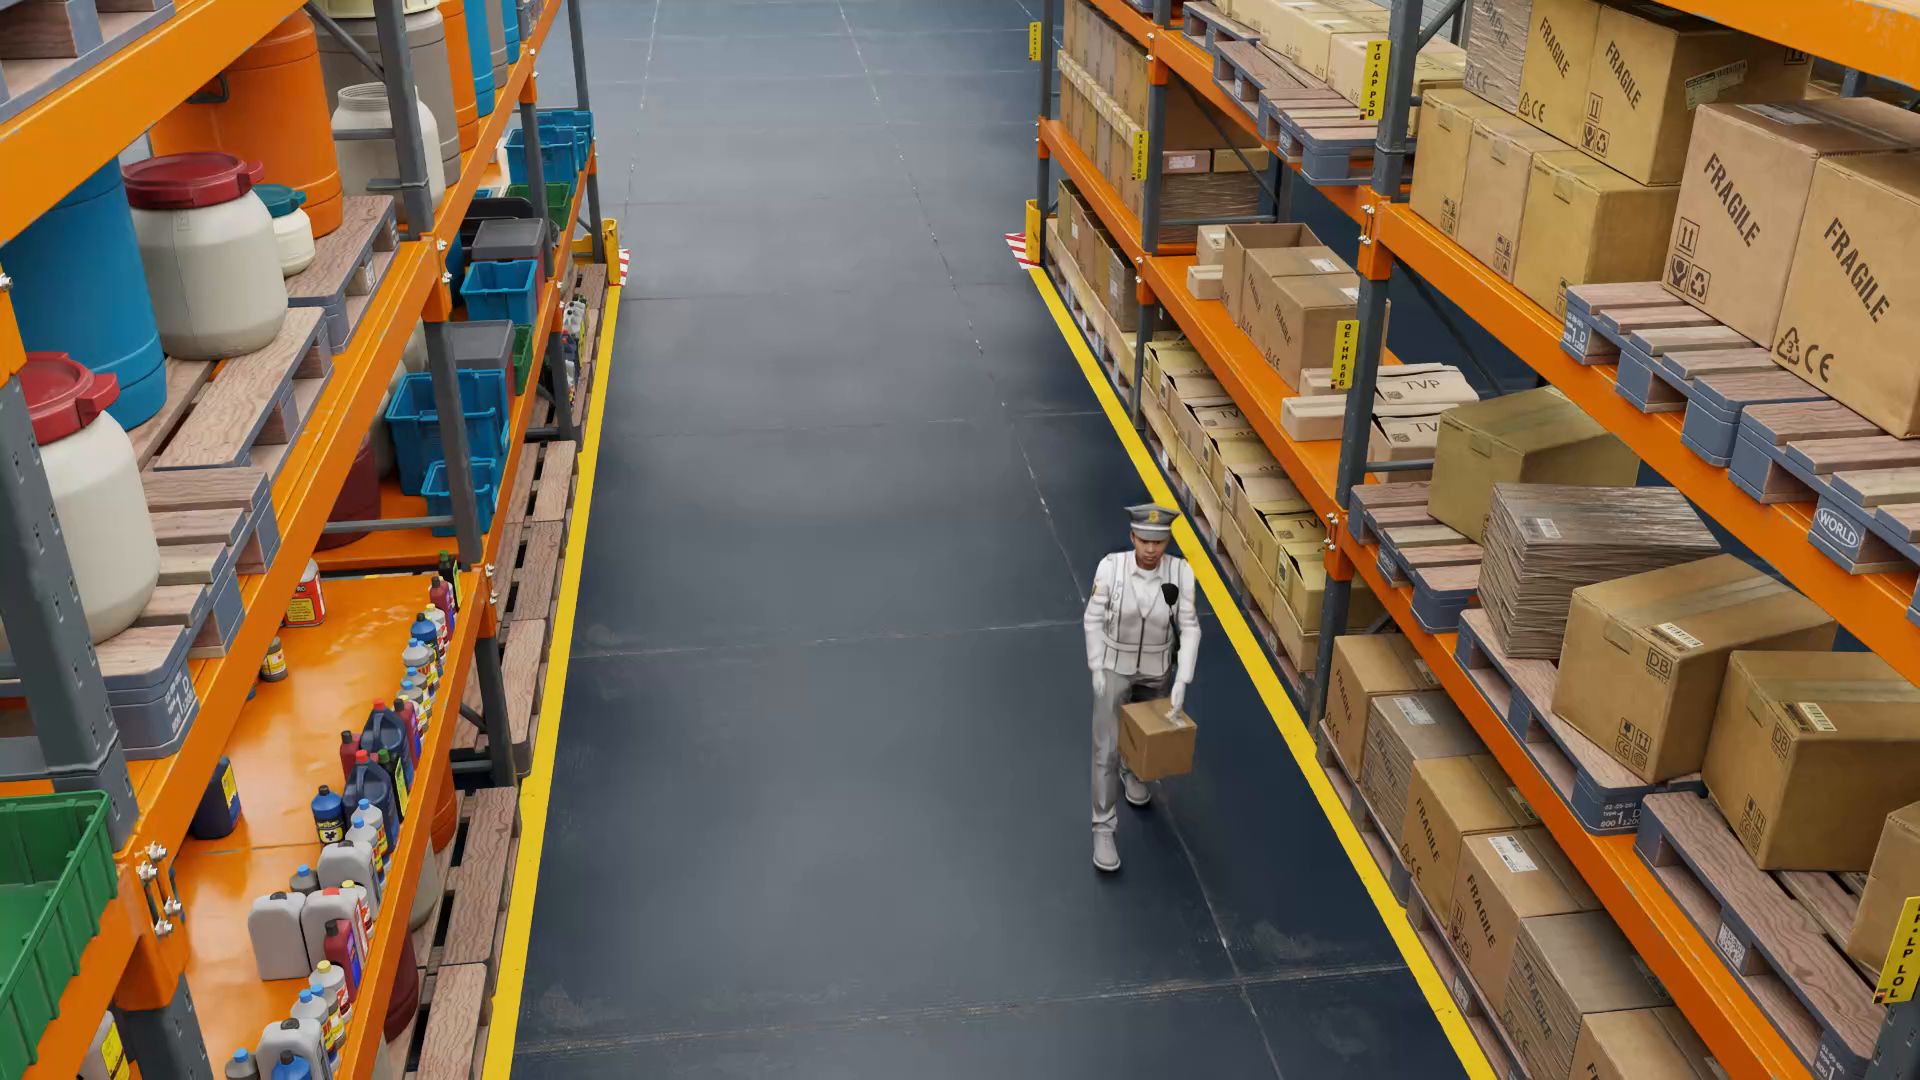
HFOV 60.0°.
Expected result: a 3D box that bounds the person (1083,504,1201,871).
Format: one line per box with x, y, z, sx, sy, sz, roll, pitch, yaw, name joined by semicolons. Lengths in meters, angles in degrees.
0.812;0.599;7.422;0.512;1.661;0.834;-1;27;-2;person
